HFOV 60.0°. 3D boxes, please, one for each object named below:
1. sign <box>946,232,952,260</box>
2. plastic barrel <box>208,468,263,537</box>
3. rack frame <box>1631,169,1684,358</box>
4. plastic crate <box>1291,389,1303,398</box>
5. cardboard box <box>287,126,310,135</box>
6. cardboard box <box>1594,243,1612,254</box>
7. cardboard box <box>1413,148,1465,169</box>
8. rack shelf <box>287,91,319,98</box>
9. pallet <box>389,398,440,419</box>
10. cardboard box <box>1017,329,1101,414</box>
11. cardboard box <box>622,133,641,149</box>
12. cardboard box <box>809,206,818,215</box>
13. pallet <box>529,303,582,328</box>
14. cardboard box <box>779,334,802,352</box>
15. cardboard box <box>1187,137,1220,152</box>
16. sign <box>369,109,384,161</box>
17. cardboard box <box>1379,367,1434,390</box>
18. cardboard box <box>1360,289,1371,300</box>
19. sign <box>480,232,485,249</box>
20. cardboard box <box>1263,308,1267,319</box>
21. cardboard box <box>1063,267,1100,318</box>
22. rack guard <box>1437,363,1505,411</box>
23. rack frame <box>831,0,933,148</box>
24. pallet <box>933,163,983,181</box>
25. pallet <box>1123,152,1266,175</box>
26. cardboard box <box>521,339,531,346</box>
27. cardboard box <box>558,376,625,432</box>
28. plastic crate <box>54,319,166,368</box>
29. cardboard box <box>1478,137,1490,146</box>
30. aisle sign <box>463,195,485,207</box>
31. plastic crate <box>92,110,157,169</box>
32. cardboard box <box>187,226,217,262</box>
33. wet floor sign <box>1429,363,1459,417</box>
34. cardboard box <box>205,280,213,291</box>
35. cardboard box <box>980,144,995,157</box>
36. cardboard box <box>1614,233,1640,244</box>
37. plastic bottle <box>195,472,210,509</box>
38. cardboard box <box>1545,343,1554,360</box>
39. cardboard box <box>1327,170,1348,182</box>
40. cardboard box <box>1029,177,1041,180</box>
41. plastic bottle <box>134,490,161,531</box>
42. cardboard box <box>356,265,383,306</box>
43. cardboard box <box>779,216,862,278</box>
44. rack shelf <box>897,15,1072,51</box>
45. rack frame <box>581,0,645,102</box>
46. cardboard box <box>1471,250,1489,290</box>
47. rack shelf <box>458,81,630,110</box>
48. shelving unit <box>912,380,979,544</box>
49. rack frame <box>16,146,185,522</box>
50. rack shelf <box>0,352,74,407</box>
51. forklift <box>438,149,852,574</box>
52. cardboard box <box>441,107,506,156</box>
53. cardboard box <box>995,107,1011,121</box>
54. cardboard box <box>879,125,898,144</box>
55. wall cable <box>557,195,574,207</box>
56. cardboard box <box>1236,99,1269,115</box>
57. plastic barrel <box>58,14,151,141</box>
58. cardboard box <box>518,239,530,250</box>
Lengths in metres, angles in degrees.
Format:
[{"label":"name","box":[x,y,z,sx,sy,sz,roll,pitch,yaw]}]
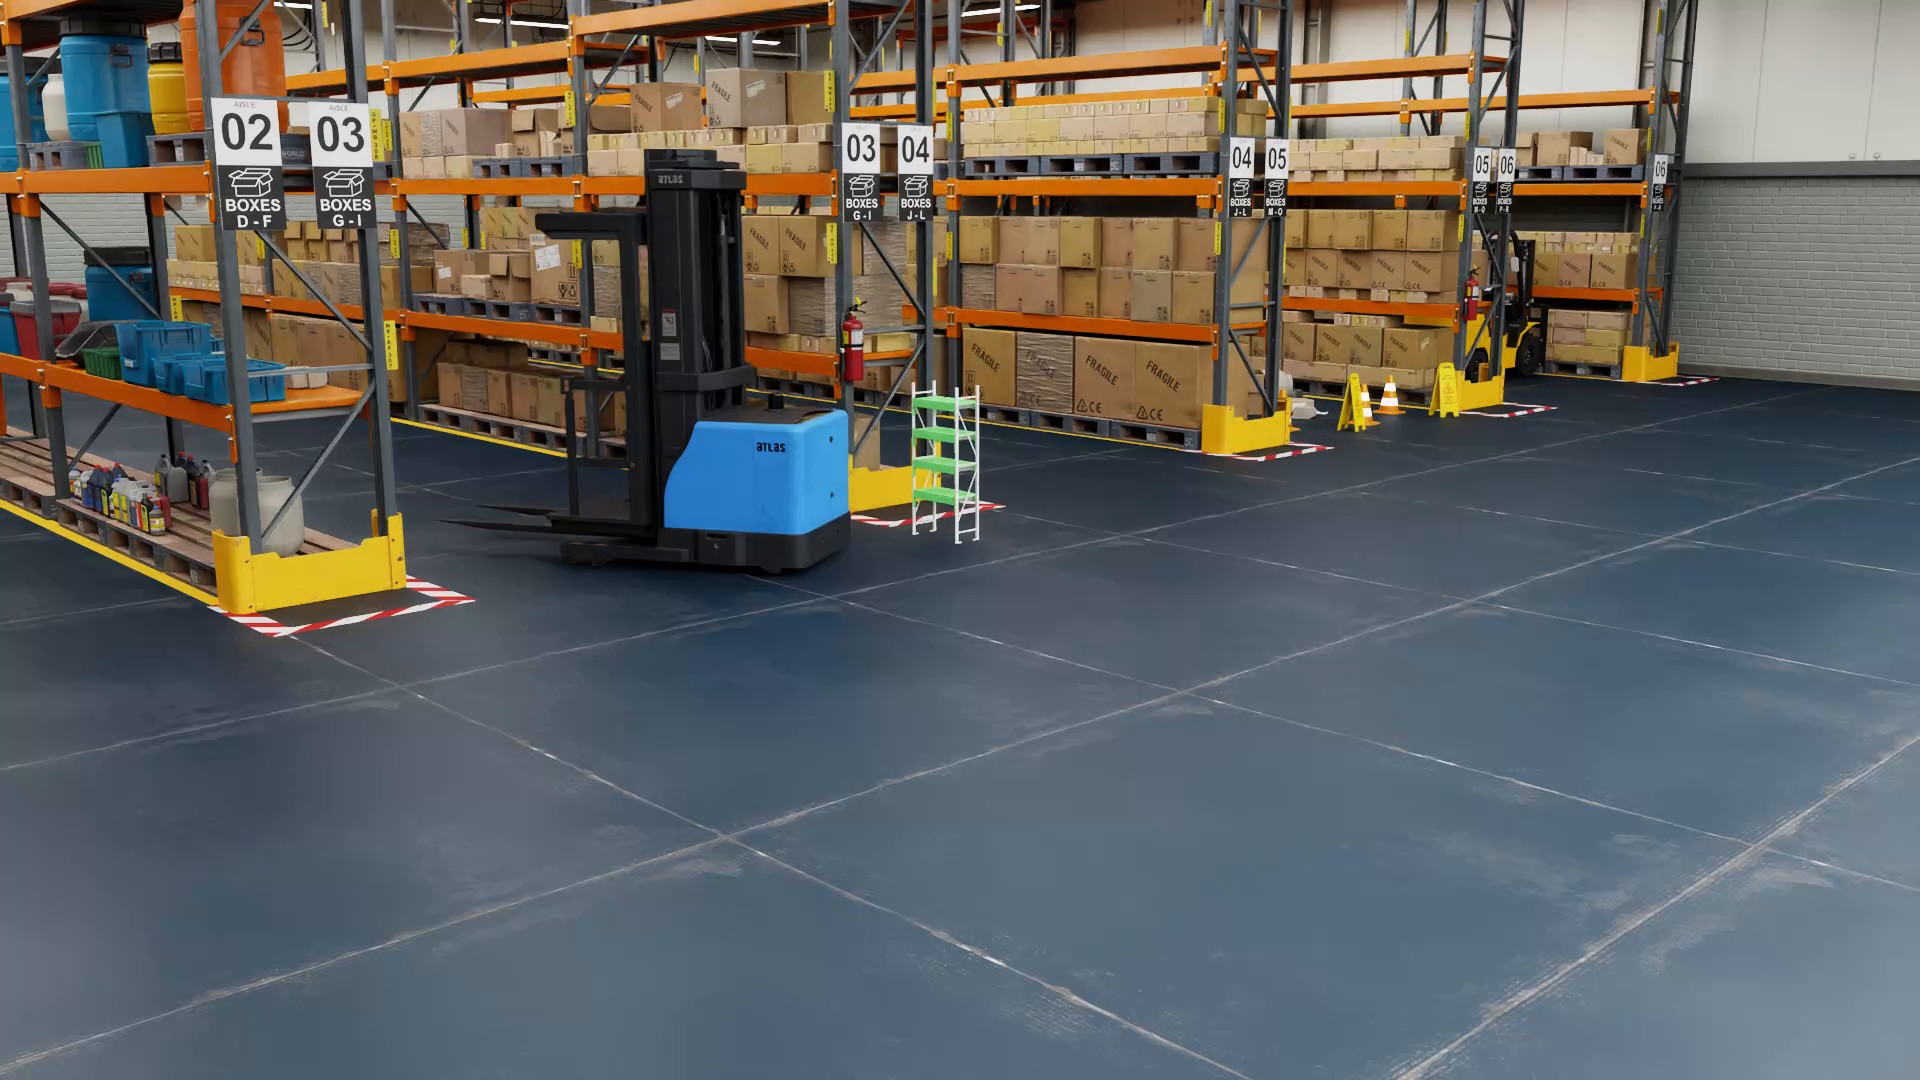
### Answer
[{"label":"sign","box":[-0.123,-3.491,19.751,0.100,0.325,0.005,-11,16,-43]},{"label":"plastic barrel","box":[-5.070,-0.235,11.745,0.421,0.512,0.421,0,12,0]},{"label":"rack frame","box":[10.123,-3.853,24.180,1.000,3.000,0.127,-11,16,-43]},{"label":"plastic crate","box":[4.264,-1.971,22.281,0.583,0.080,0.402,6,13,26]},{"label":"cardboard box","box":[-8.511,-5.172,21.858,0.700,0.500,0.500,-10,16,-41]},{"label":"cardboard box","box":[9.483,-4.264,24.321,0.380,0.149,0.250,-11,16,-42]},{"label":"cardboard box","box":[5.987,-4.739,20.683,0.500,0.250,0.500,-11,16,-43]},{"label":"rack shelf","box":[-10.300,-6.213,23.542,1.077,0.370,4.000,-11,16,-43]},{"label":"pallet","box":[-6.646,-1.707,20.675,1.003,0.211,1.213,-11,16,-43]},{"label":"cardboard box","box":[1.272,-1.973,19.277,0.875,0.875,0.875,-11,16,-42]},{"label":"cardboard box","box":[-2.987,-3.792,15.834,0.380,0.149,0.250,-11,16,-42]},{"label":"cardboard box","box":[-2.463,-5.860,29.590,0.380,0.149,0.250,-11,16,-42]},{"label":"pallet","box":[-3.817,-2.402,17.610,1.003,0.211,1.213,-11,16,-43]},{"label":"cardboard box","box":[-1.360,-1.736,14.524,0.380,0.149,0.250,-11,16,-43]},{"label":"cardboard box","box":[2.551,-4.058,17.077,0.380,0.149,0.250,-11,16,-43]},{"label":"sign","box":[-3.813,-2.639,10.832,0.100,0.325,0.005,-11,16,-43]},{"label":"cardboard box","box":[5.766,-2.104,21.463,0.500,0.250,0.500,-11,16,-43]},{"label":"cardboard box","box":[5.431,-3.215,21.704,0.380,0.149,0.250,-11,16,-42]},{"label":"sign","box":[-5.771,-3.553,20.049,0.100,0.325,0.005,-11,16,-43]},{"label":"cardboard box","box":[4.028,-3.138,23.018,0.380,0.149,0.250,-11,16,-42]},{"label":"cardboard box","box":[1.649,-2.826,18.821,0.875,0.550,0.500,-11,16,-43]},{"label":"rack guard","box":[6.483,-1.948,21.126,1.175,0.500,0.348,-11,16,-43]},{"label":"rack frame","box":[-0.632,-4.718,13.512,1.000,3.000,0.127,-11,16,-43]},{"label":"pallet","box":[-0.406,-4.542,20.566,1.217,0.209,0.805,11,16,43]},{"label":"pallet","box":[2.505,-3.989,17.625,1.003,0.211,1.213,-11,16,-43]},{"label":"cardboard box","box":[-7.026,-3.293,27.484,0.250,0.149,0.380,11,16,42]},{"label":"cardboard box","box":[-3.803,-1.447,17.608,0.500,0.500,0.700,10,15,41]},{"label":"plastic crate","box":[-6.707,-1.549,13.150,0.767,0.338,0.504,-11,16,-43]},{"label":"cardboard box","box":[6.438,-4.978,20.852,0.380,0.149,0.250,-11,16,-43]},{"label":"aisle sign","box":[-8.291,-6.034,28.321,0.394,0.787,0.004,-11,16,-43]},{"label":"plastic crate","box":[-5.749,-2.787,11.613,0.392,0.384,0.575,-11,16,-43]},{"label":"cardboard box","box":[-10.838,-4.299,24.121,0.500,0.500,0.500,11,16,44]},{"label":"wet floor sign","box":[5.893,-1.831,20.199,0.267,0.644,0.232,-5,13,-23]},{"label":"cardboard box","box":[-10.611,-3.670,23.913,0.250,0.149,0.380,11,16,44]},{"label":"cardboard box","box":[0.449,-4.503,19.234,0.380,0.149,0.250,-11,16,-42]},{"label":"cardboard box","box":[9.723,-4.388,24.185,0.380,0.149,0.250,-11,16,-42]},{"label":"plastic bottle","box":[-5.935,-0.390,13.014,0.061,0.283,0.133,-11,16,-43]},{"label":"cardboard box","box":[8.895,-2.885,25.253,0.500,0.250,0.500,-11,16,-42]},{"label":"cardboard box","box":[4.994,-4.738,21.664,0.380,0.149,0.250,-11,16,-43]},{"label":"cardboard box","box":[1.282,-5.625,25.679,0.396,0.266,0.258,-11,16,-43]},{"label":"plastic bottle","box":[-5.954,-0.219,12.199,0.152,0.276,0.135,-11,16,-42]},{"label":"cardboard box","box":[-7.017,-3.107,20.313,0.500,0.500,0.500,-11,16,-43]},{"label":"cardboard box","box":[-1.190,-2.510,14.198,0.500,0.500,0.500,-11,16,-43]},{"label":"rack shelf","box":[0.455,-10.110,33.229,1.077,0.370,4.000,-11,16,-43]},{"label":"rack frame","box":[-5.262,-7.146,25.295,1.000,3.000,0.127,-11,16,-43]},{"label":"cardboard box","box":[6.409,-3.463,21.303,0.500,0.500,0.500,-11,16,-43]},{"label":"rack shelf","box":[-6.643,-7.084,26.785,1.077,0.370,4.000,-11,16,-43]},{"label":"shelving unit","box":[-0.114,-0.612,12.908,0.258,1.200,0.503,-11,16,-43]},{"label":"rack frame","box":[-6.976,-1.673,13.600,1.000,3.000,0.127,-11,16,-43]},{"label":"rack shelf","box":[-8.358,-1.613,15.090,1.077,0.370,4.000,-11,16,-43]},{"label":"forklift","box":[-2.389,-1.345,12.178,3.031,2.935,1.130,3,12,16]},{"label":"cardboard box","box":[-5.318,-4.459,18.201,0.500,0.500,0.500,11,16,44]},{"label":"cardboard box","box":[0.620,-4.857,18.976,0.380,0.149,0.250,-11,16,-43]},{"label":"cardboard box","box":[-0.655,-3.443,14.141,0.380,0.149,0.250,-11,16,-43]},{"label":"wall cable","box":[-8.425,-6.829,36.027,0.585,1.953,0.123,-11,16,-43]},{"label":"cardboard box","box":[3.025,-4.541,17.442,0.380,0.149,0.250,-11,16,-42]},{"label":"plastic barrel","box":[-6.367,-3.434,12.427,0.600,0.901,0.708,-11,16,-43]},{"label":"cardboard box","box":[-6.840,-4.661,27.115,0.500,0.500,0.500,11,16,44]}]
